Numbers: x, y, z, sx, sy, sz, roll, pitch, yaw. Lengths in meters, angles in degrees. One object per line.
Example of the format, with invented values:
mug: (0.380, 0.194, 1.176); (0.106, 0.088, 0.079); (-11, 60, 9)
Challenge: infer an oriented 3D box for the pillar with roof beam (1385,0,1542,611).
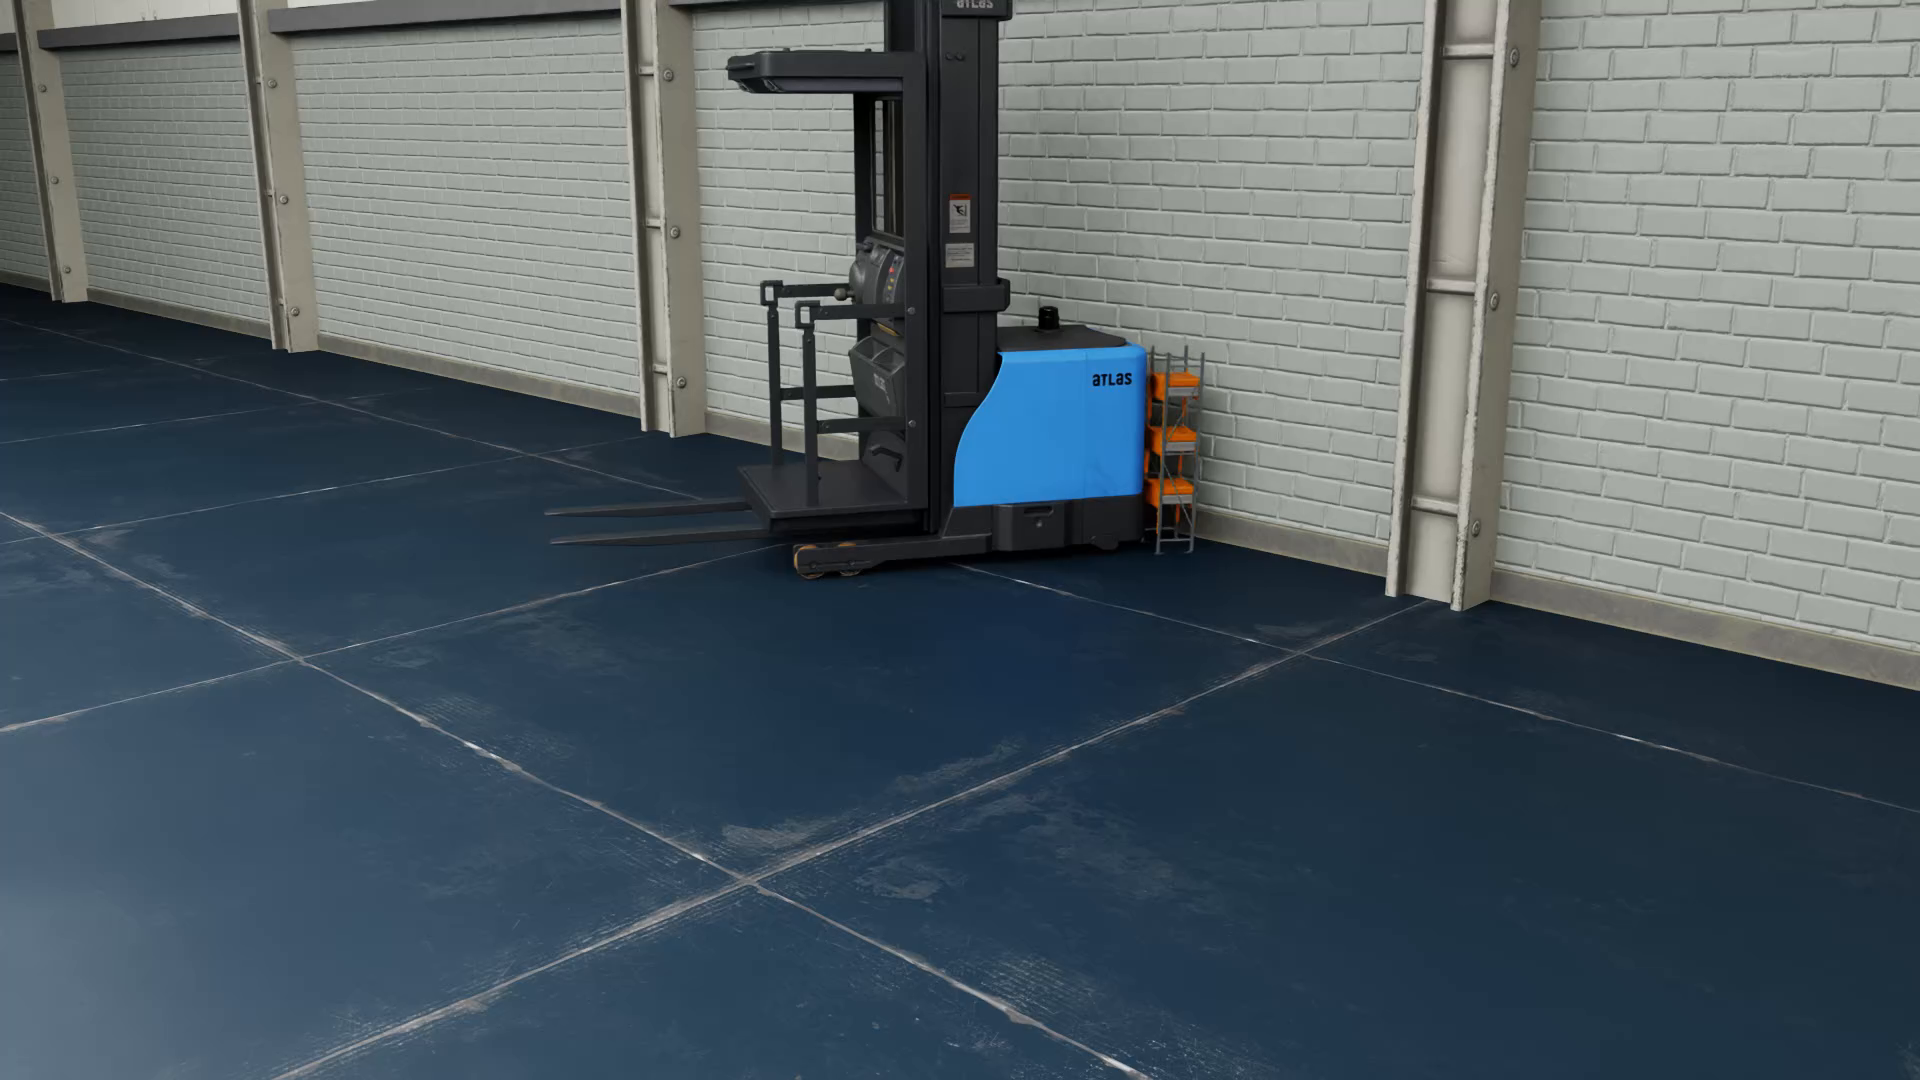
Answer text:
pillar with roof beam: (-0.714, -3.306, 3.772); (0.400, 9.000, 9.100); (14, 20, 42)

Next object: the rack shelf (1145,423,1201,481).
rack shelf: (1.102, -0.459, 8.644); (0.215, 0.259, 0.240); (-2, 15, -12)

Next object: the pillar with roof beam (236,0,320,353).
pillar with roof beam: (-9.353, -5.406, 11.832); (0.400, 9.000, 9.100); (14, 20, 42)

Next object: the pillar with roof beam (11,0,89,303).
pillar with roof beam: (-13.672, -6.456, 15.862); (0.400, 9.000, 9.100); (14, 20, 42)

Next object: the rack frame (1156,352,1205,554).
rack frame: (1.129, -0.440, 8.526); (0.200, 1.050, 0.008); (-2, 15, -12)

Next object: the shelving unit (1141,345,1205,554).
shelving unit: (1.103, -0.470, 8.641); (0.215, 1.050, 0.252); (-2, 15, -12)

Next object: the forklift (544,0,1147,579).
forklift: (-0.605, -1.374, 8.394); (3.031, 2.935, 1.130); (-4, 15, -16)

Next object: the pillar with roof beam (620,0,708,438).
pillar with roof beam: (-5.033, -4.356, 7.802); (0.400, 9.000, 9.100); (14, 20, 42)

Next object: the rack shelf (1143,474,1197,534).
rack shelf: (1.096, -0.190, 8.712); (0.215, 0.259, 0.240); (-2, 15, -12)

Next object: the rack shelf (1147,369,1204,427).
rack shelf: (1.109, -0.734, 8.574); (0.215, 0.259, 0.240); (-2, 15, -12)

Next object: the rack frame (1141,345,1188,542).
rack frame: (1.076, -0.500, 8.756); (0.200, 1.050, 0.008); (-2, 15, -12)
